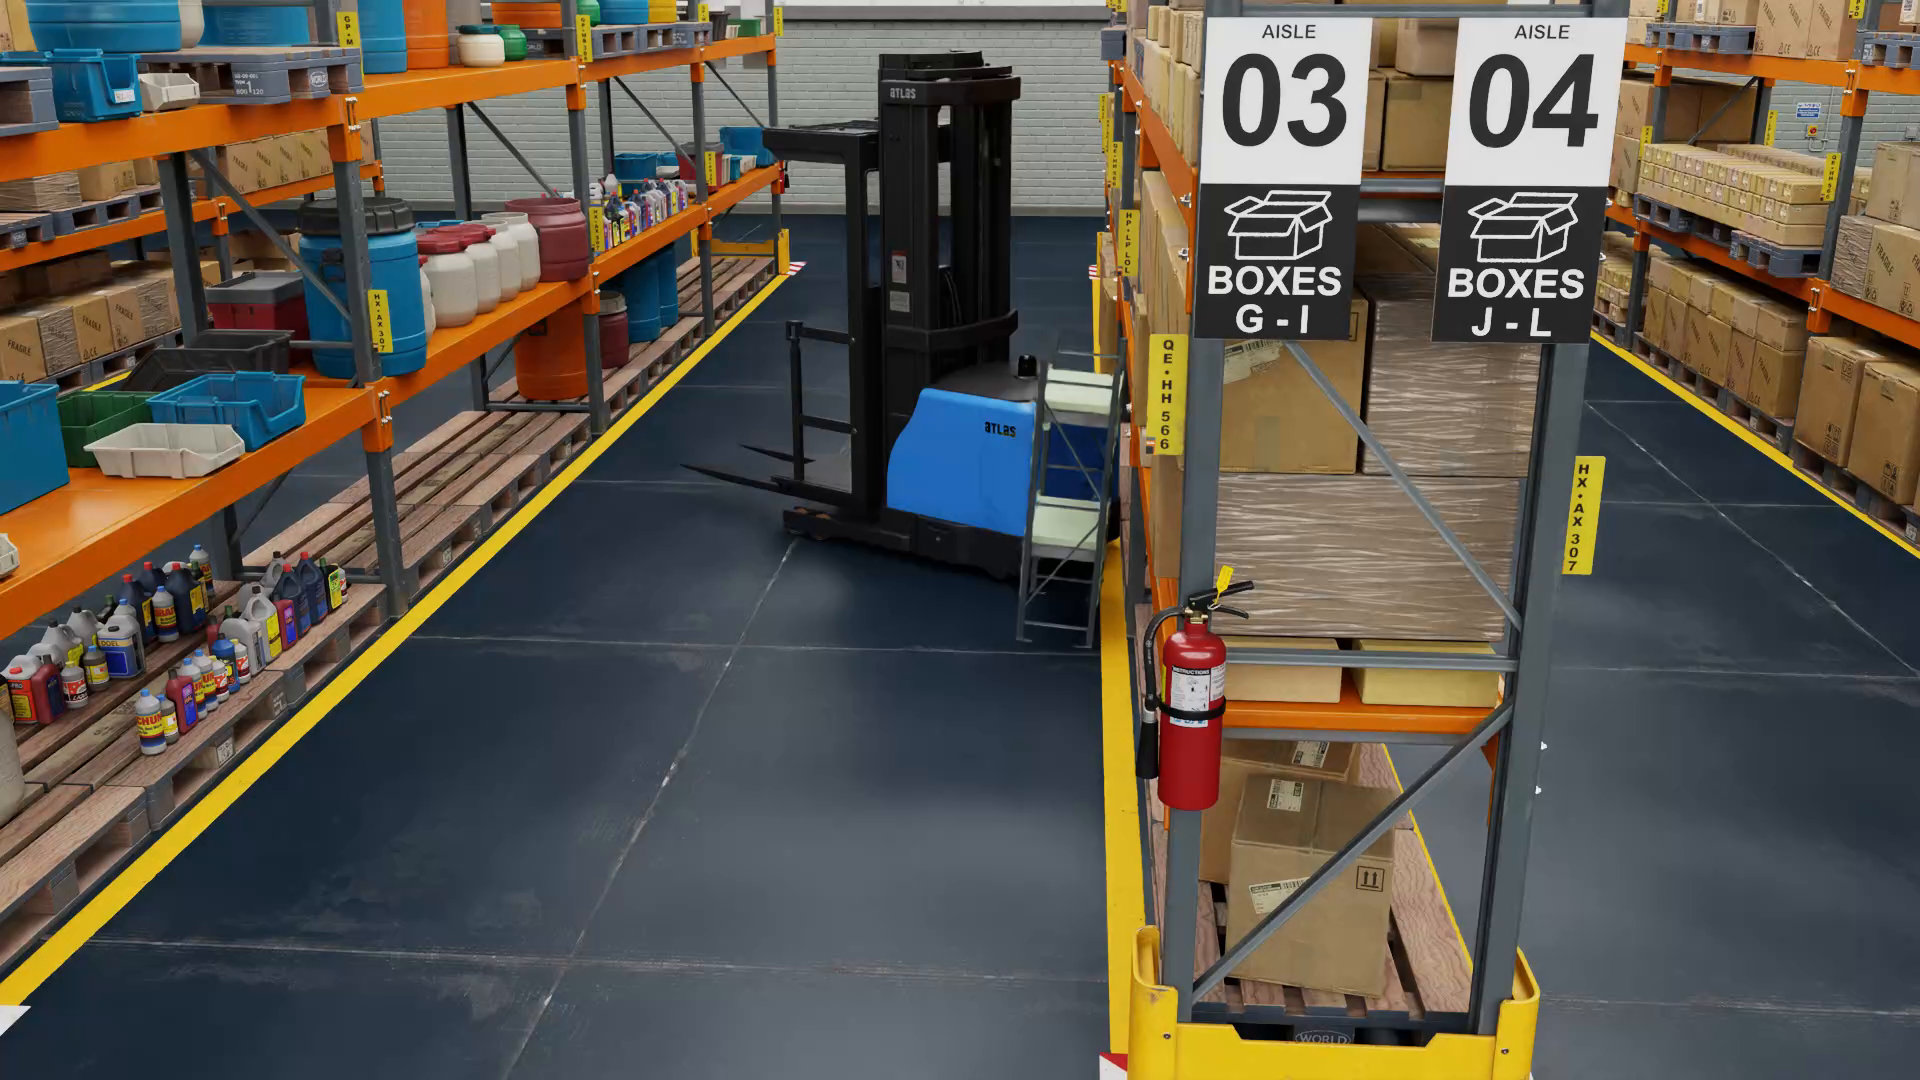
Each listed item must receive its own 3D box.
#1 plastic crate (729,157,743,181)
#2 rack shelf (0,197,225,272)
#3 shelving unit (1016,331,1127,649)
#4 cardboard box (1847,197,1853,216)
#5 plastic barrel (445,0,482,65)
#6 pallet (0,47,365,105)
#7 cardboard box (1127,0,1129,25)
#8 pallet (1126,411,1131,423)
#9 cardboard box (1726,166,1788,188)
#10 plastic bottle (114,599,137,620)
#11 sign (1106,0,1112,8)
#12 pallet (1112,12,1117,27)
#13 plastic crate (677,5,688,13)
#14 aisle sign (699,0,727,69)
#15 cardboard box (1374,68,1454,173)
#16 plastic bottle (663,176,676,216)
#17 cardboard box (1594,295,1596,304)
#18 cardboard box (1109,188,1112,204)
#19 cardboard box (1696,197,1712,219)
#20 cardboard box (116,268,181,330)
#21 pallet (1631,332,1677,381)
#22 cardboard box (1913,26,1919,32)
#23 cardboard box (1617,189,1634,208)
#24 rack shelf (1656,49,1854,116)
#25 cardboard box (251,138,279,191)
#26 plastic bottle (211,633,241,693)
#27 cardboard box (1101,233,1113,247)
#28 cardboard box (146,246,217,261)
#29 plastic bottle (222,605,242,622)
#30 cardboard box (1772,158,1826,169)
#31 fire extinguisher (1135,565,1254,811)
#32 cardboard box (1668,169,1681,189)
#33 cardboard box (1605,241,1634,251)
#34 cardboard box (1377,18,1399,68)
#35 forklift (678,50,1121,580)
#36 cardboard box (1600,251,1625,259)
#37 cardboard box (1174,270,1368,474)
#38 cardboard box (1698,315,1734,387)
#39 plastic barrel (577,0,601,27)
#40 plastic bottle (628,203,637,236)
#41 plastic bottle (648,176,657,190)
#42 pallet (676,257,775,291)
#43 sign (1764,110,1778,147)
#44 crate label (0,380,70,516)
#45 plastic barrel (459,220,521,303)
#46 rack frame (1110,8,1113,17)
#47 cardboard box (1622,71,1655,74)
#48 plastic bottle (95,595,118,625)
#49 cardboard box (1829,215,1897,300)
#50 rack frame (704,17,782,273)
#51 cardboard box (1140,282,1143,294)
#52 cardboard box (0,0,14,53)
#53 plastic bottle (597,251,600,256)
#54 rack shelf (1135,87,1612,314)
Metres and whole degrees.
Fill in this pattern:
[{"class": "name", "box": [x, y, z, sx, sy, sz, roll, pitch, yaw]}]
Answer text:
[{"class": "plastic crate", "box": [-2.584, -4.050, 18.138, 0.416, 0.233, 0.300, 1, 18, 4]}, {"class": "rack shelf", "box": [-8.063, -2.651, 14.852, 1.077, 0.370, 4.000, 1, 18, 4]}, {"class": "shelving unit", "box": [0.594, -0.276, 8.808, 0.431, 1.500, 0.755, 6, 19, 6]}, {"class": "cardboard box", "box": [6.882, -2.542, 12.614, 0.380, 0.149, 0.250, 1, 18, 2]}, {"class": "plastic barrel", "box": [-3.542, -3.673, 11.194, 0.600, 0.901, 0.600, 0, 18, 0]}, {"class": "pallet", "box": [-3.507, -2.127, 7.583, 1.213, 0.211, 1.003, 1, 18, 4]}, {"class": "cardboard box", "box": [1.384, -3.720, 11.177, 0.500, 0.500, 0.500, 1, 18, 4]}, {"class": "pallet", "box": [1.806, -1.068, 13.342, 1.003, 0.211, 1.213, 1, 18, 4]}, {"class": "cardboard box", "box": [6.269, -2.850, 13.076, 0.380, 0.149, 0.250, 1, 18, 4]}, {"class": "plastic bottle", "box": [-4.012, 0.416, 8.010, 0.097, 0.271, 0.097, 0, 18, 0]}, {"class": "sign", "box": [1.407, -5.112, 15.433, 0.100, 0.325, 0.005, 1, 18, 4]}, {"class": "pallet", "box": [2.205, -5.787, 18.591, 1.003, 0.211, 1.213, 1, 18, 4]}, {"class": "plastic crate", "box": [-3.076, -5.672, 18.199, 0.504, 0.338, 0.767, 1, 18, 4]}, {"class": "aisle sign", "box": [-2.984, -6.009, 19.769, 0.394, 0.787, 0.004, 1, 18, 4]}, {"class": "cardboard box", "box": [1.393, -1.163, 4.578, 0.500, 0.250, 0.500, 2, 18, 6]}, {"class": "plastic bottle", "box": [-2.719, -3.186, 15.408, 0.144, 0.351, 0.185, 1, 18, 4]}, {"class": "cardboard box", "box": [6.663, -2.545, 17.278, 0.380, 0.149, 0.250, 1, 18, 4]}, {"class": "cardboard box", "box": [1.656, -3.374, 16.307, 0.380, 0.149, 0.250, 1, 18, 4]}, {"class": "cardboard box", "box": [6.304, -2.734, 13.678, 0.380, 0.149, 0.250, 0, 18, 1]}, {"class": "cardboard box", "box": [-7.713, -2.322, 16.001, 0.500, 0.500, 0.500, 1, 18, 4]}, {"class": "pallet", "box": [6.846, -1.683, 15.219, 1.003, 0.211, 1.213, 1, 18, 4]}, {"class": "cardboard box", "box": [6.920, -3.652, 11.772, 0.500, 0.500, 0.500, 1, 18, 4]}, {"class": "cardboard box", "box": [6.597, -3.307, 16.101, 0.380, 0.149, 0.250, 1, 18, 2]}, {"class": "rack shelf", "box": [6.757, -3.712, 13.272, 1.077, 0.370, 4.000, 1, 18, 4]}, {"class": "cardboard box", "box": [-7.578, -3.973, 17.570, 0.500, 0.500, 0.500, 2, 18, 5]}, {"class": "plastic bottle", "box": [-3.353, 0.555, 7.586, 0.097, 0.271, 0.097, 0, 18, 0]}, {"class": "cardboard box", "box": [1.935, -2.382, 15.614, 1.225, 0.875, 0.875, 1, 18, 4]}, {"class": "cardboard box", "box": [-8.162, -2.819, 17.515, 0.500, 0.500, 0.500, 1, 18, 4]}, {"class": "plastic bottle", "box": [-3.453, 0.436, 7.931, 0.061, 0.283, 0.133, 1, 18, 4]}, {"class": "cardboard box", "box": [6.972, -3.079, 13.775, 0.380, 0.149, 0.250, 0, 18, 1]}, {"class": "fire extinguisher", "box": [0.633, 0.397, 4.518, 0.296, 0.674, 0.183, 1, 18, 4]}, {"class": "cardboard box", "box": [6.361, -3.118, 14.372, 0.380, 0.149, 0.250, 1, 18, 2]}, {"class": "cardboard box", "box": [7.353, -3.210, 18.352, 0.380, 0.149, 0.250, 1, 18, 2]}, {"class": "cardboard box", "box": [1.361, -1.448, 4.809, 0.380, 0.149, 0.250, 1, 18, 3]}, {"class": "forklift", "box": [-0.501, -1.508, 10.318, 3.031, 2.935, 1.130, 13, 22, 34]}, {"class": "cardboard box", "box": [6.814, -2.975, 17.633, 0.380, 0.149, 0.250, 1, 18, 4]}, {"class": "cardboard box", "box": [0.893, -0.505, 4.903, 0.500, 0.500, 0.500, 1, 18, 4]}, {"class": "cardboard box", "box": [6.463, -1.555, 13.691, 0.500, 0.500, 0.500, 0, 18, 1]}, {"class": "plastic barrel", "box": [-2.961, -4.135, 12.983, 0.294, 0.245, 0.294, 0, 18, 0]}, {"class": "plastic bottle", "box": [-2.794, -2.720, 14.114, 0.097, 0.271, 0.097, 0, 18, 0]}, {"class": "plastic bottle", "box": [-2.863, -3.189, 15.418, 0.144, 0.351, 0.185, 1, 18, 4]}, {"class": "pallet", "box": [-2.791, -3.164, 19.741, 1.003, 0.211, 1.213, 1, 18, 4]}, {"class": "sign", "box": [7.454, -3.789, 15.309, 0.100, 0.325, 0.005, 1, 18, 4]}, {"class": "crate label", "box": [-3.978, -0.370, 6.678, 0.502, 0.435, 0.616, 1, 18, 4]}, {"class": "plastic barrel", "box": [-3.157, -1.858, 11.097, 0.421, 0.512, 0.421, 0, 18, 0]}, {"class": "rack frame", "box": [2.247, -7.485, 18.814, 1.000, 3.000, 0.127, 1, 18, 4]}, {"class": "cardboard box", "box": [7.366, -4.851, 18.166, 0.500, 0.500, 0.500, 1, 18, 2]}, {"class": "plastic bottle", "box": [-4.092, 0.414, 7.997, 0.061, 0.283, 0.133, 2, 18, 6]}, {"class": "cardboard box", "box": [6.312, -1.921, 11.309, 0.500, 0.500, 0.500, 1, 18, 5]}, {"class": "rack frame", "box": [-2.693, -4.745, 20.086, 1.000, 3.000, 0.127, 1, 18, 4]}, {"class": "cardboard box", "box": [1.293, -0.958, 7.890, 0.875, 0.500, 0.500, 1, 18, 4]}, {"class": "cardboard box", "box": [-8.172, -4.139, 13.261, 0.910, 0.500, 0.500, 1, 18, 4]}, {"class": "plastic bottle", "box": [-2.877, -2.361, 13.019, 0.097, 0.271, 0.097, 0, 18, 0]}, {"class": "rack shelf", "box": [1.244, -1.370, 6.123, 1.077, 0.370, 4.000, 1, 18, 4]}]
